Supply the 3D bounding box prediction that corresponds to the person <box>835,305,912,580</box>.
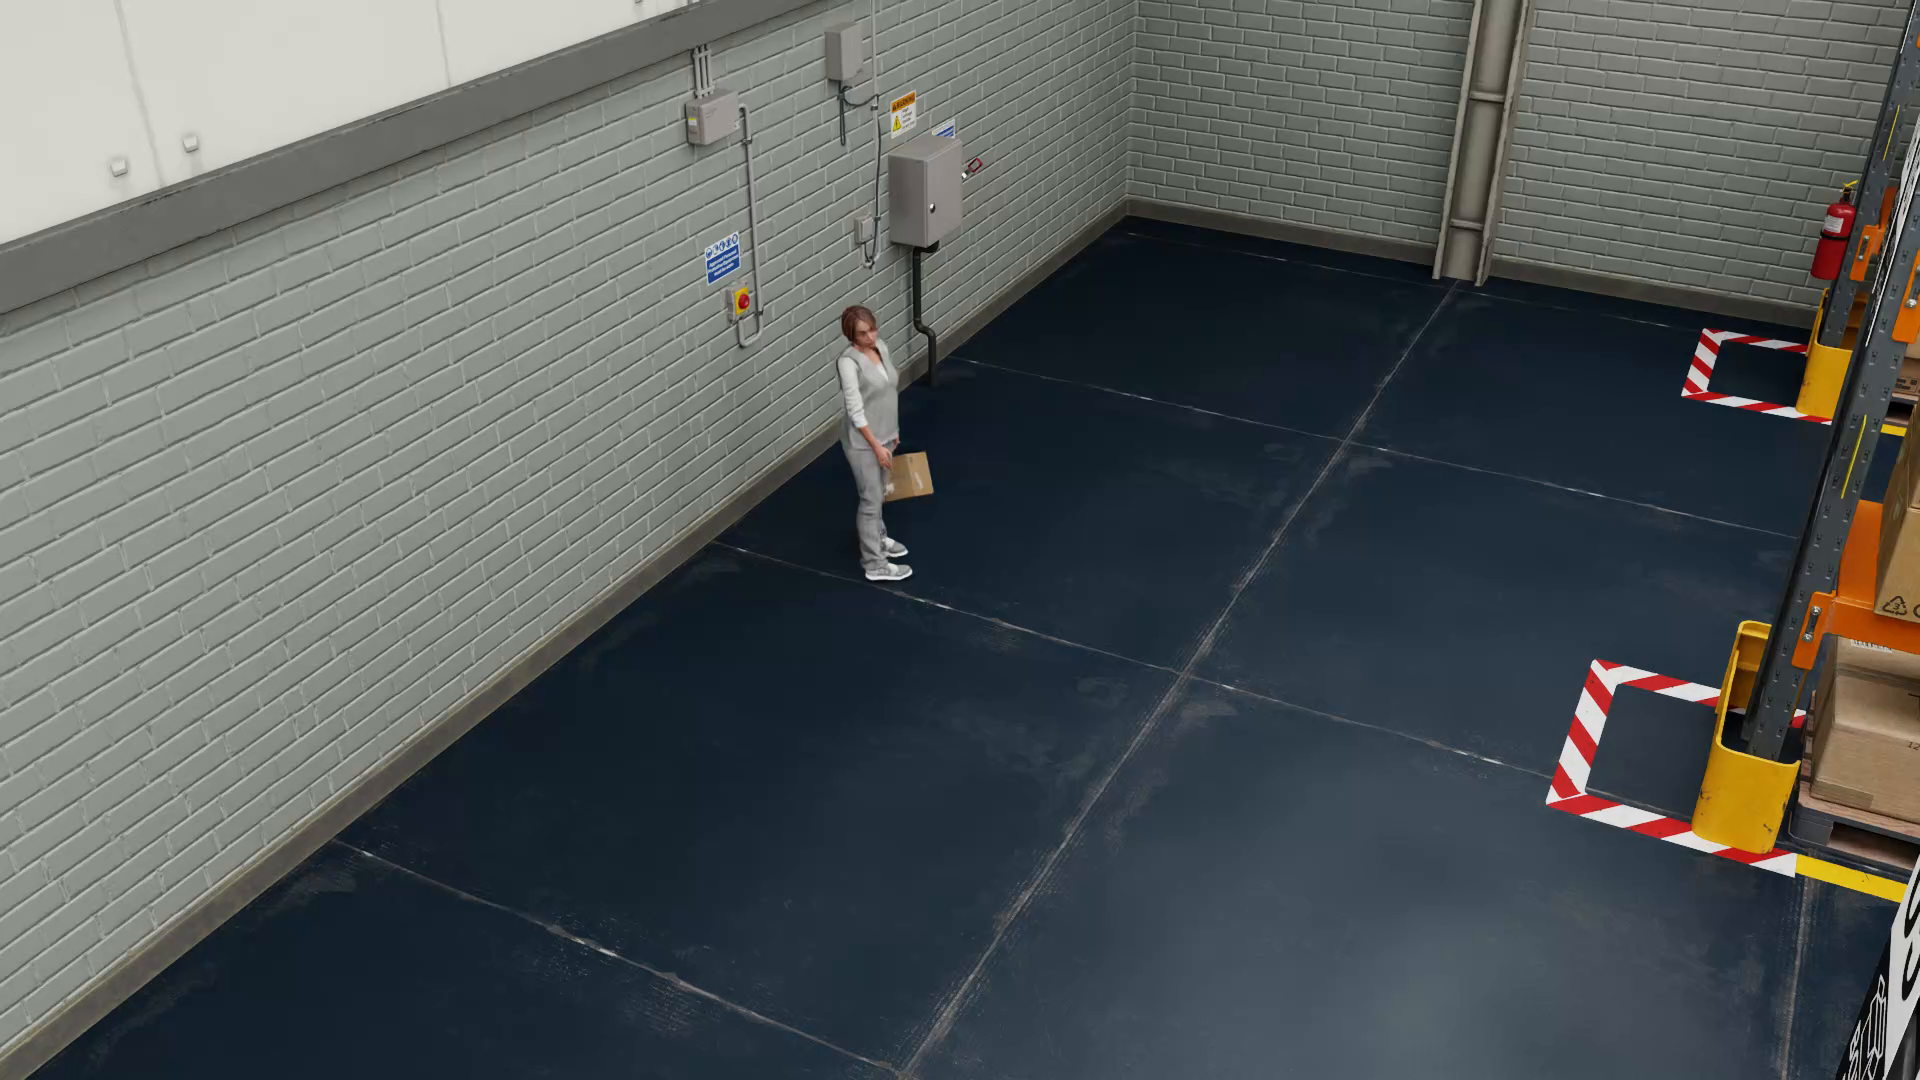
[{"bbox_3d":[-0.444,-0.537,9.193,0.435,1.588,0.427,16,34,24],"label":"person"}]
